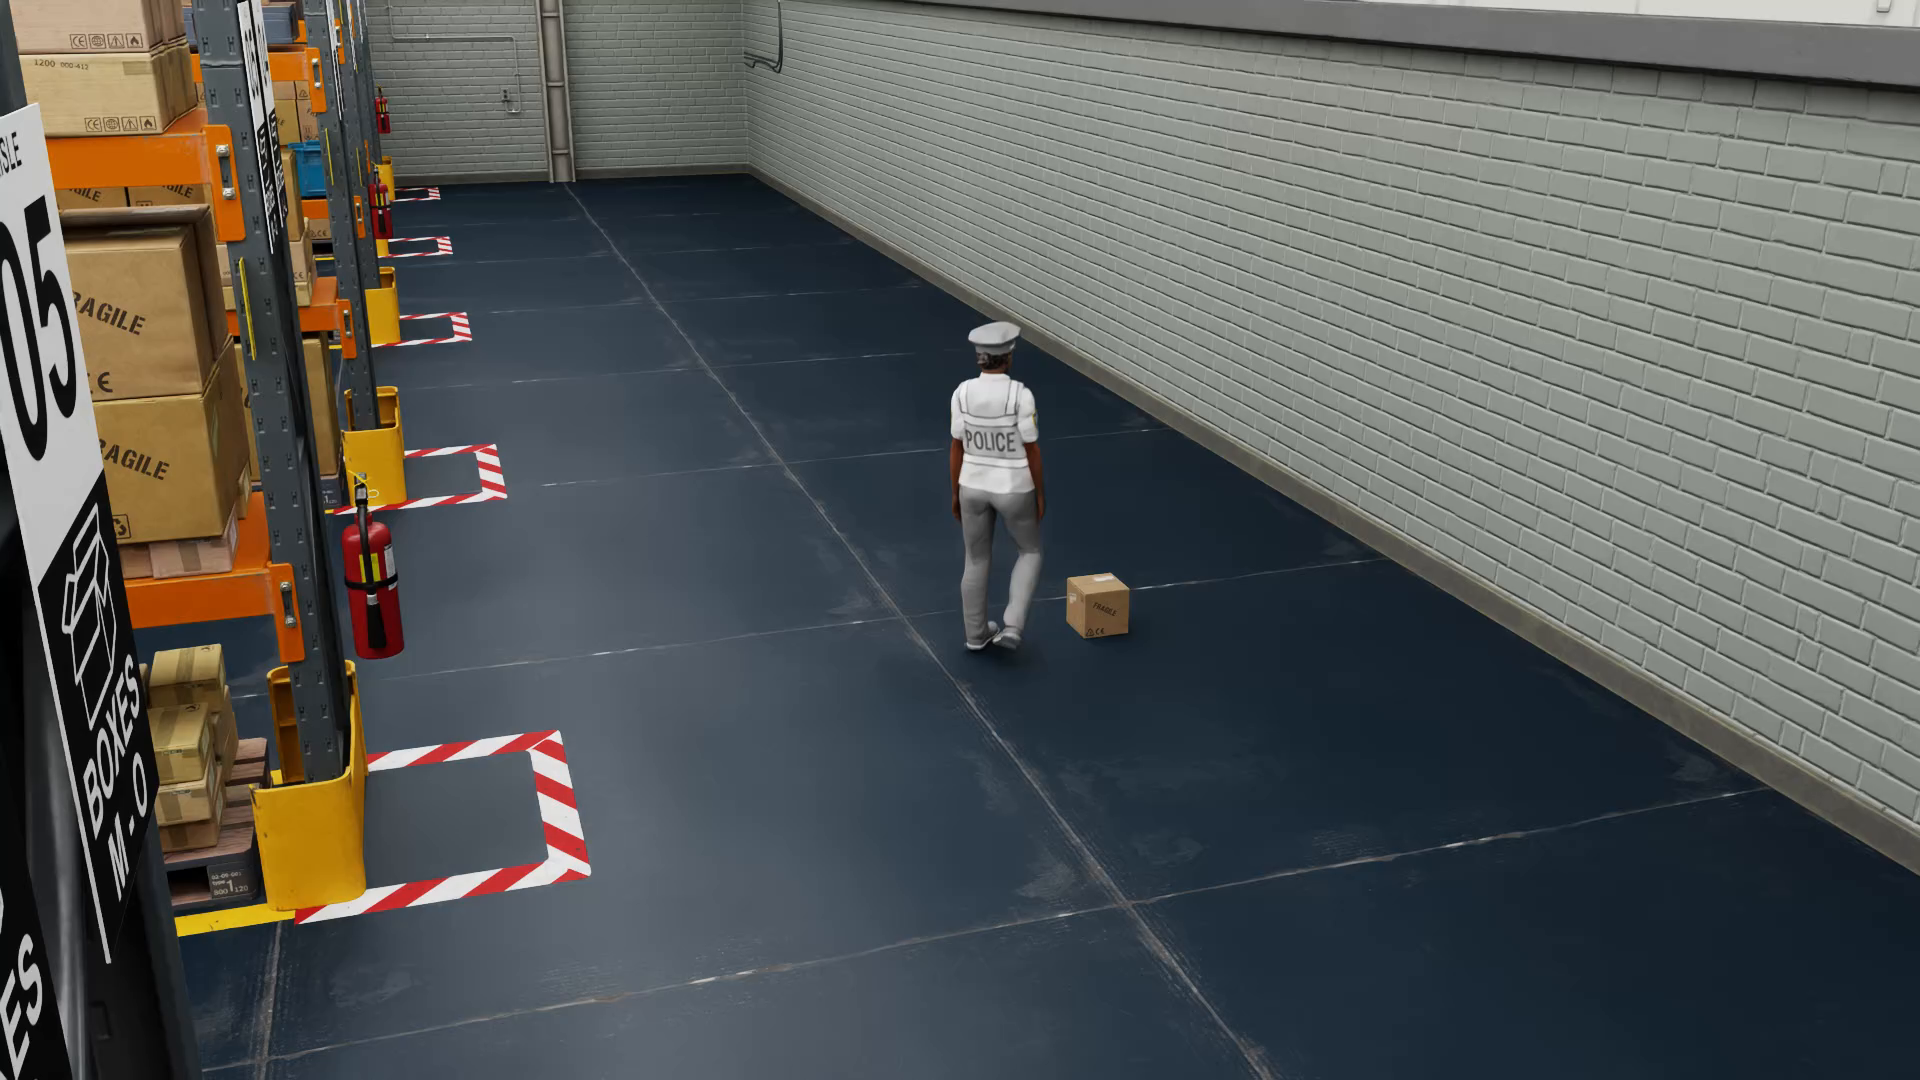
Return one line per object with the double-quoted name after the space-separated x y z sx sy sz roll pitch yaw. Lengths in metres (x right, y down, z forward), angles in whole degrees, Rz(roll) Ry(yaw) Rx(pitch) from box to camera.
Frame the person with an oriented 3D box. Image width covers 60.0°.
0.214 -0.239 8.260 0.479 1.718 0.375 12 23 31 "person"
